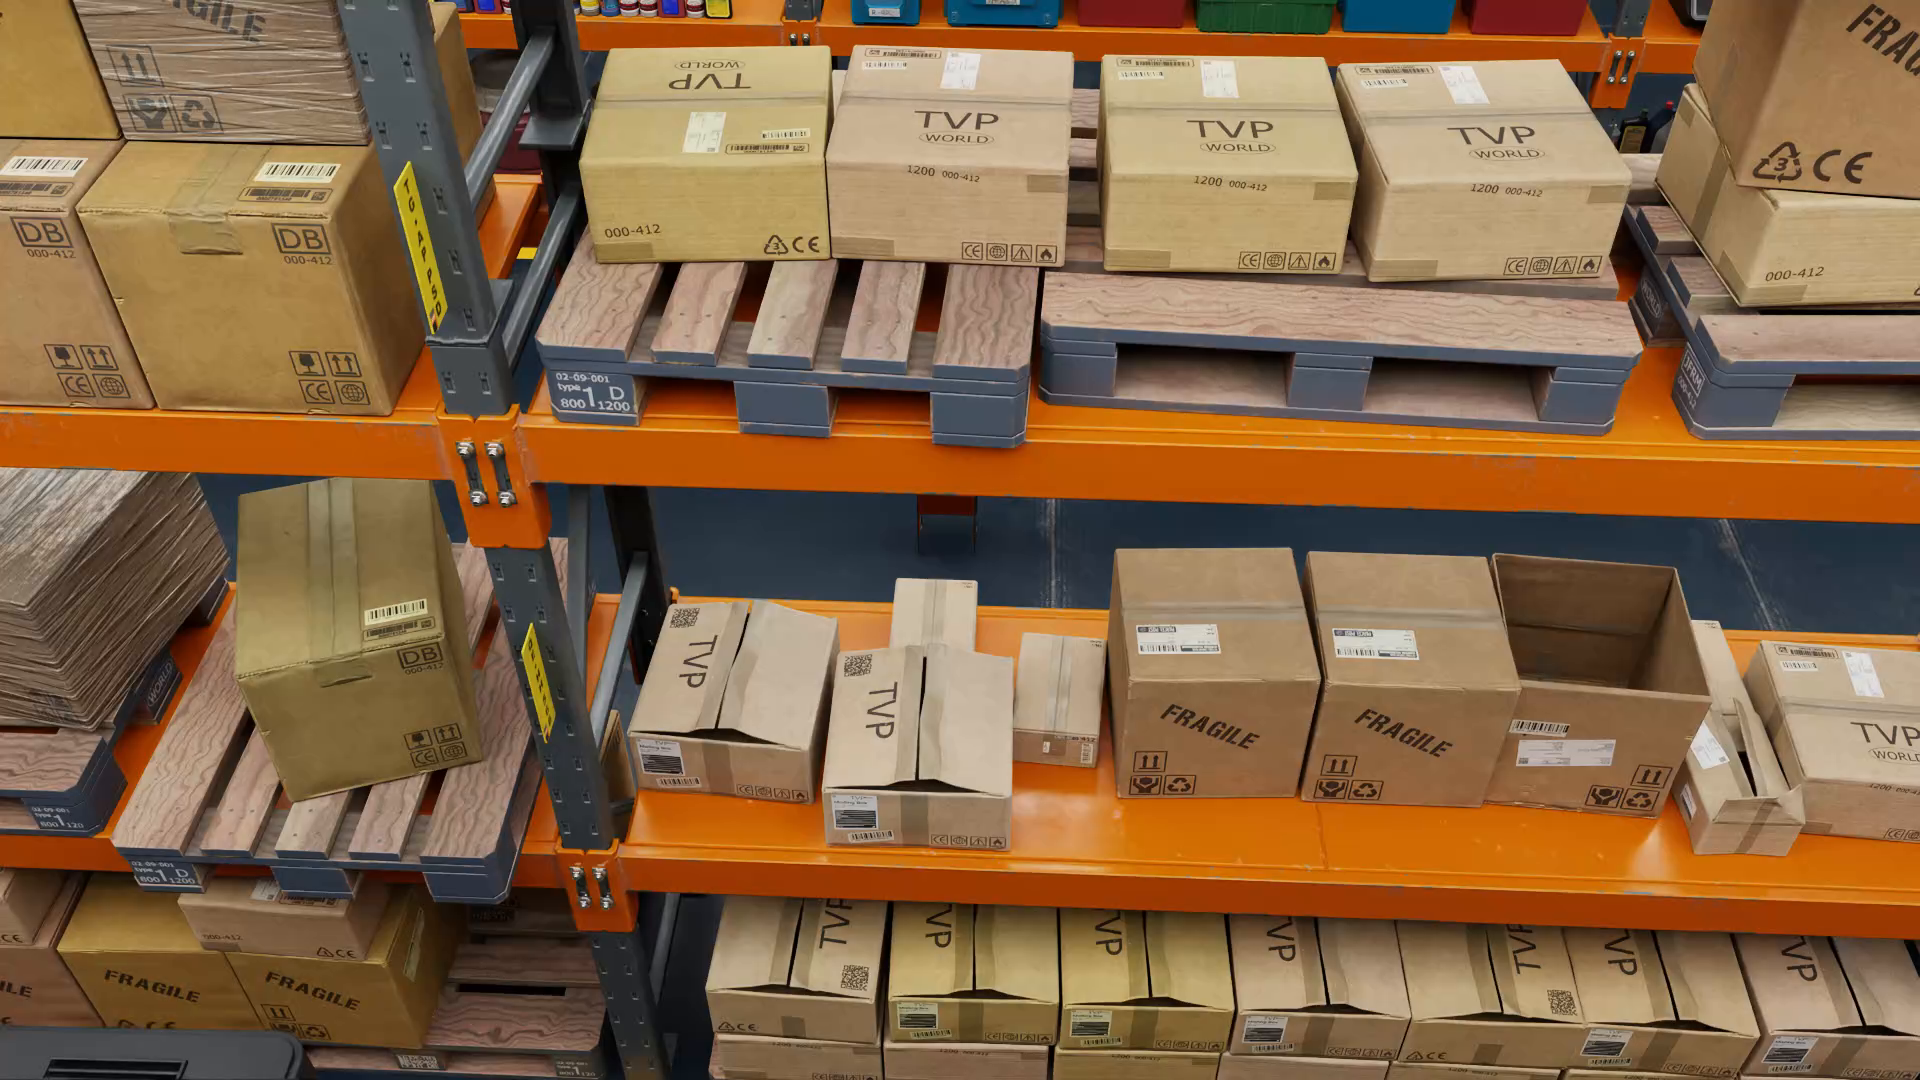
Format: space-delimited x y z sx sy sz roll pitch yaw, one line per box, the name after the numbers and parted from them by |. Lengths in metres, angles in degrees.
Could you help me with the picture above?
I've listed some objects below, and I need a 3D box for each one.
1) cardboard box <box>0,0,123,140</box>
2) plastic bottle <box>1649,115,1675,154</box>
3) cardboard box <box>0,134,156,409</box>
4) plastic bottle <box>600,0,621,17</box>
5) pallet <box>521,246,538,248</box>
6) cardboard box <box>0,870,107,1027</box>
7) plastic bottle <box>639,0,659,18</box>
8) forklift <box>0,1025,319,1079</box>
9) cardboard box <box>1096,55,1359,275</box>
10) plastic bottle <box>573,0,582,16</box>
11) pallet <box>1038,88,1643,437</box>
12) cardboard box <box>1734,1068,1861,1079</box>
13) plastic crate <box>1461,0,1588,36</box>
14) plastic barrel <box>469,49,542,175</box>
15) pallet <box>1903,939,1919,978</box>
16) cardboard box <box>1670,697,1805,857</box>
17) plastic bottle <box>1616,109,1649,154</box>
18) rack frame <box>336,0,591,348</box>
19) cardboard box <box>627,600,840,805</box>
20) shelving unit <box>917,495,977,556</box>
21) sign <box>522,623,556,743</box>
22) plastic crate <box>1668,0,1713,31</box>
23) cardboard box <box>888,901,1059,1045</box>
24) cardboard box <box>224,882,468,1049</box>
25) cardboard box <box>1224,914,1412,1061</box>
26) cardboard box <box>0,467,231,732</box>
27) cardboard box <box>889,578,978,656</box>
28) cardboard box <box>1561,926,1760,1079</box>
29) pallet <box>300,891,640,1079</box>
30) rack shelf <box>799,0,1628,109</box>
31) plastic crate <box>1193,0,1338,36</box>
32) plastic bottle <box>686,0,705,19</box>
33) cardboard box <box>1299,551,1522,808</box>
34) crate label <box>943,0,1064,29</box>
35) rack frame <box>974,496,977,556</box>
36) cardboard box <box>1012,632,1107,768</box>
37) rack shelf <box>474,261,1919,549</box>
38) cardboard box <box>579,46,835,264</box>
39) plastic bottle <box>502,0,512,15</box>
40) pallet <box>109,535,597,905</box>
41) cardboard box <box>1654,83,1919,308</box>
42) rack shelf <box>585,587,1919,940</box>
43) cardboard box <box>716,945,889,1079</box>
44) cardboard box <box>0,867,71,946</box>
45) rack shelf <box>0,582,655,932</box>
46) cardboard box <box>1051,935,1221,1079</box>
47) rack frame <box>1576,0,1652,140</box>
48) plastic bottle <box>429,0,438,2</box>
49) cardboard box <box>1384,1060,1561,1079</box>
-1.935 -1.165 3.378 0.500 0.500 0.500 2 43 2 | cardboard box
3.882 -2.152 9.065 0.185 0.351 0.144 2 43 2 | plastic bottle
-1.937 -0.772 3.690 0.500 0.500 0.910 2 43 2 | cardboard box
-1.726 -2.708 8.137 0.097 0.271 0.097 0 43 0 | plastic bottle
-2.769 -2.019 9.348 1.213 0.211 1.003 2 43 2 | pallet
-2.977 1.225 5.331 0.500 0.500 0.500 0 43 0 | cardboard box
-1.532 -2.677 8.154 0.097 0.201 0.097 0 43 0 | plastic bottle
-1.567 1.937 3.106 3.031 2.935 1.130 1 43 1 | forklift
0.561 -0.823 3.620 0.500 0.250 0.500 1 43 1 | cardboard box
-1.921 -2.714 8.143 0.097 0.271 0.097 0 43 0 | plastic bottle
0.809 -0.668 3.790 1.213 0.211 1.003 4 43 4 | pallet
2.578 1.528 5.204 0.500 0.250 0.500 1 43 1 | cardboard box
2.735 -2.712 7.999 0.583 0.464 0.402 2 43 2 | plastic crate
-2.381 -2.314 9.080 0.708 0.588 0.600 2 43 2 | plastic barrel
3.798 1.564 5.501 1.213 0.211 1.003 2 43 2 | pallet
2.119 0.638 4.548 0.258 0.266 0.396 1 43 1 | cardboard box
3.728 -2.259 9.229 0.133 0.283 0.061 4 43 4 | plastic bottle
-0.990 -1.827 2.695 0.127 3.000 1.000 2 43 2 | rack frame
-0.629 0.442 4.726 0.500 0.311 0.500 4 43 5 | cardboard box
-0.053 -0.386 6.979 0.252 1.050 0.215 2 43 2 | shelving unit
-1.005 0.343 3.975 0.005 0.325 0.100 2 43 2 | sign
3.750 -2.756 8.139 0.504 0.338 0.767 2 43 2 | plastic crate
0.045 1.242 5.099 0.500 0.311 0.500 1 43 1 | cardboard box
-1.935 1.253 5.301 0.500 0.500 0.500 3 43 4 | cardboard box
1.068 1.275 5.064 0.500 0.311 0.500 1 43 1 | cardboard box
-2.530 0.077 4.670 0.500 0.500 0.700 9 44 10 | cardboard box
-0.079 0.300 4.997 0.250 0.149 0.380 2 43 2 | cardboard box
2.068 1.309 5.027 0.500 0.311 0.500 3 43 3 | cardboard box
-1.734 1.340 5.742 1.213 0.211 1.003 2 43 2 | pallet
1.234 -2.680 8.539 4.000 0.370 1.077 2 43 2 | rack shelf
1.480 -2.665 8.152 0.662 0.188 0.450 2 43 2 | plastic crate
-1.301 -2.670 8.146 0.097 0.201 0.097 0 43 0 | plastic bottle
1.213 0.388 4.645 0.500 0.500 0.500 2 43 2 | cardboard box
0.217 -2.803 8.118 0.616 0.435 0.502 2 43 2 | crate label
0.068 -0.382 6.975 0.008 1.050 0.200 2 43 2 | rack frame
0.286 0.461 4.824 0.250 0.149 0.380 5 43 5 | cardboard box
1.008 -0.405 3.896 4.000 0.370 1.077 2 43 2 | rack shelf
-0.535 -0.853 3.651 0.500 0.250 0.500 -1 43 -1 | cardboard box
-2.213 -2.698 8.176 0.097 0.201 0.097 0 43 0 | plastic bottle
-1.671 0.465 4.776 1.003 0.211 1.213 2 43 2 | pallet
1.842 -0.746 3.537 0.500 0.250 0.500 -2 43 -2 | cardboard box
1.008 0.693 4.919 4.000 0.370 1.077 2 43 2 | rack shelf
-0.480 1.437 5.302 0.500 0.250 0.500 2 43 2 | cardboard box
-3.014 0.951 5.075 0.500 0.250 0.500 1 43 1 | cardboard box
-2.988 0.570 5.051 4.000 0.370 1.077 2 43 2 | rack shelf
0.541 1.463 5.273 0.500 0.250 0.500 1 43 1 | cardboard box
3.232 -2.882 8.228 0.127 3.000 1.000 2 43 2 | rack frame
-2.647 -2.729 8.149 0.133 0.283 0.061 2 43 2 | plastic bottle
1.562 1.496 5.238 0.500 0.250 0.500 3 43 3 | cardboard box
